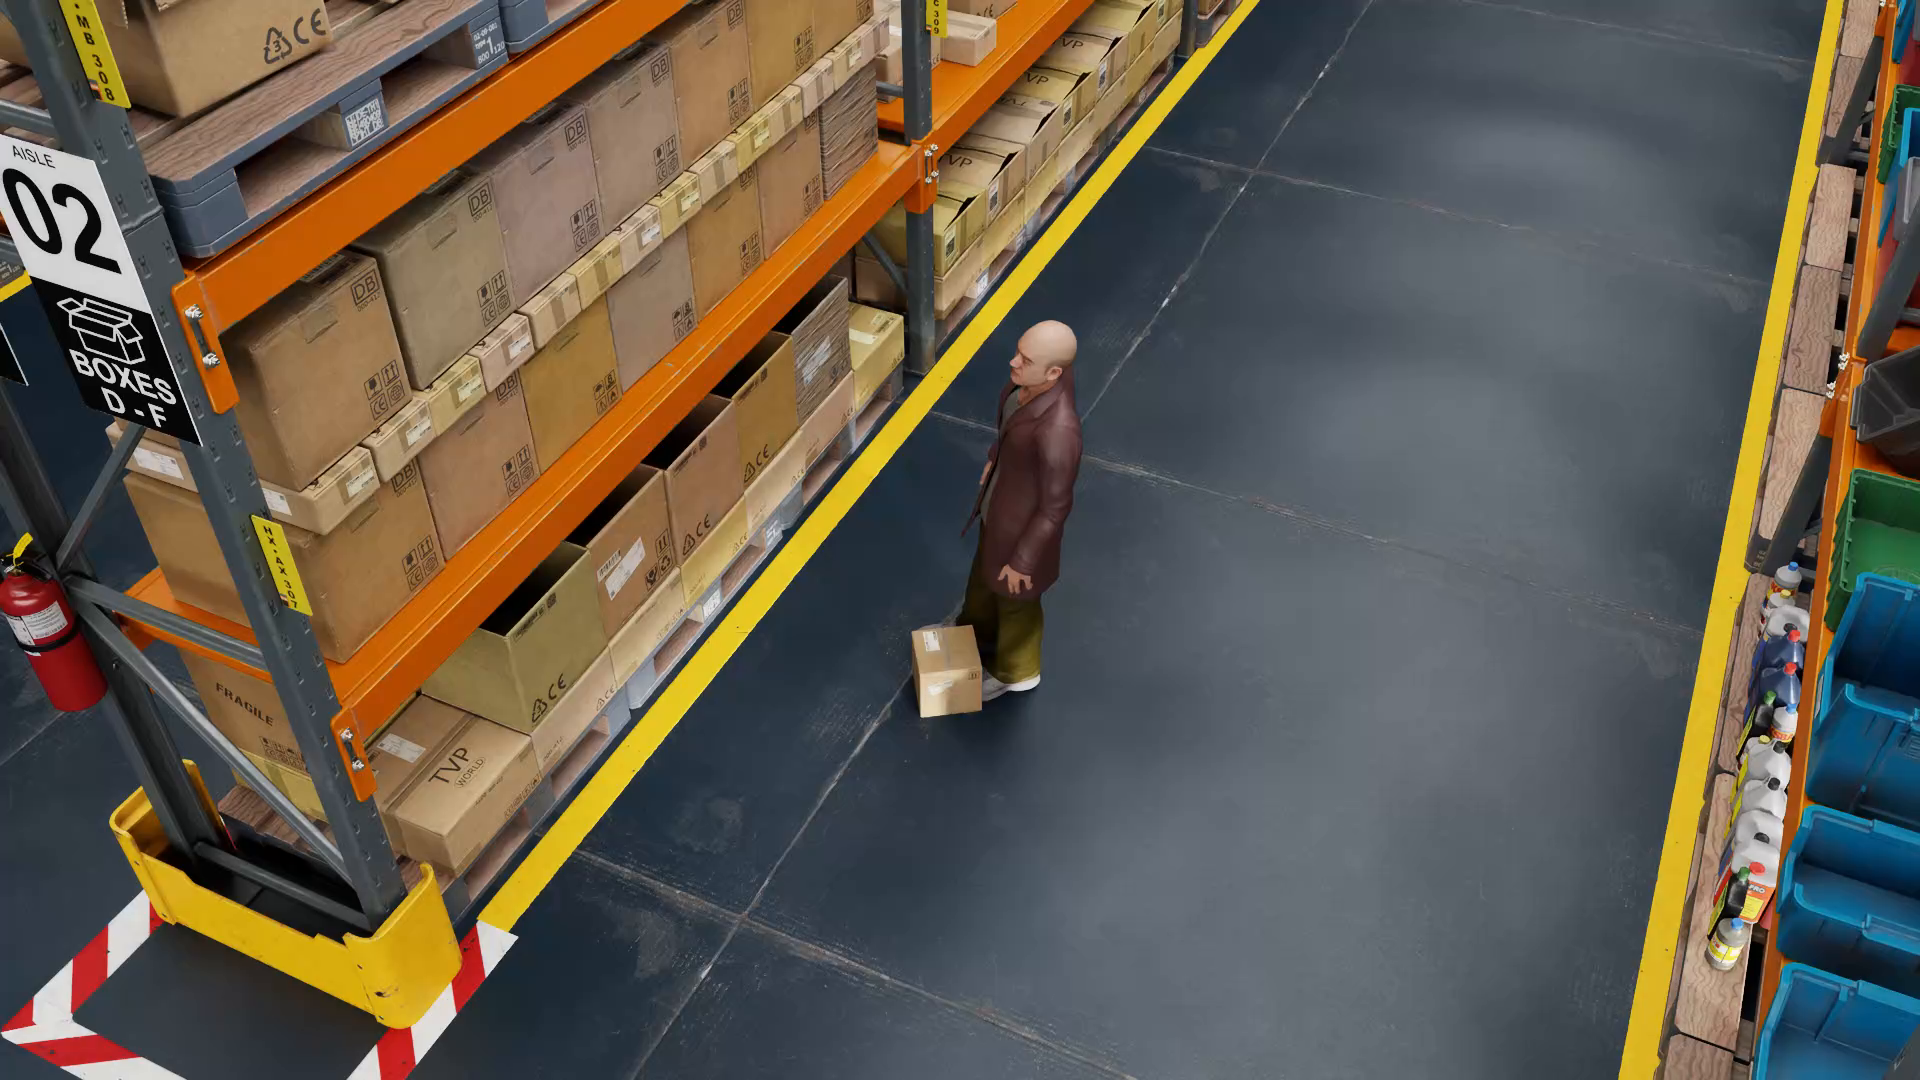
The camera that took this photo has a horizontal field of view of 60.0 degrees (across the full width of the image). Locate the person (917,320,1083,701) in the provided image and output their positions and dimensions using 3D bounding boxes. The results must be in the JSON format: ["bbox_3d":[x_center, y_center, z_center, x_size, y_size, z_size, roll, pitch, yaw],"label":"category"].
[{"bbox_3d":[0.135,-0.079,6.247,0.580,1.776,0.695,-4,42,-5],"label":"person"}]
